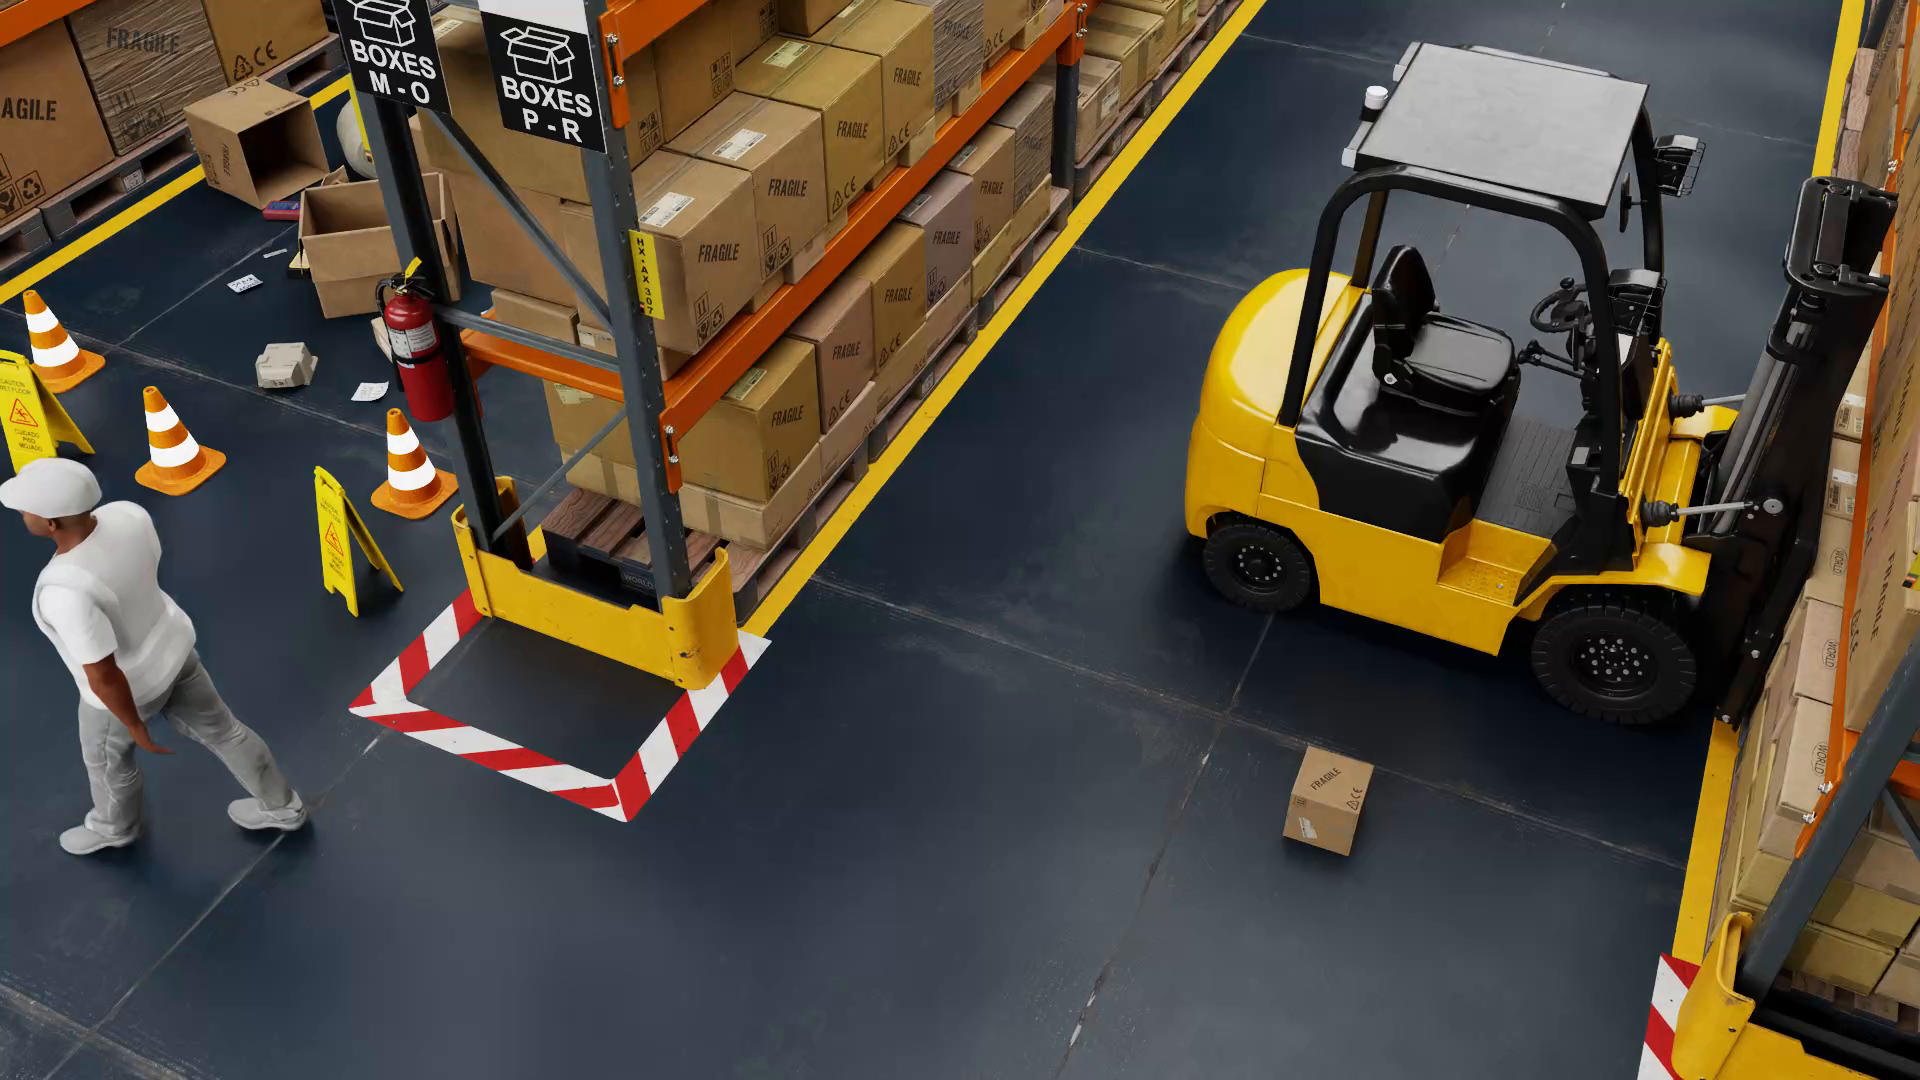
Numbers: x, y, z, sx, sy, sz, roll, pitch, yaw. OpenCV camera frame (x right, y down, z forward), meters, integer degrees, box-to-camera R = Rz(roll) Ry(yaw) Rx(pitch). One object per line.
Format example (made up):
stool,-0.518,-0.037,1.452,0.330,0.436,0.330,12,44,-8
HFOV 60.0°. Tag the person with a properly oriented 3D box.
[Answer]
person,-2.875,0.422,5.657,0.904,1.749,0.570,6,42,7
